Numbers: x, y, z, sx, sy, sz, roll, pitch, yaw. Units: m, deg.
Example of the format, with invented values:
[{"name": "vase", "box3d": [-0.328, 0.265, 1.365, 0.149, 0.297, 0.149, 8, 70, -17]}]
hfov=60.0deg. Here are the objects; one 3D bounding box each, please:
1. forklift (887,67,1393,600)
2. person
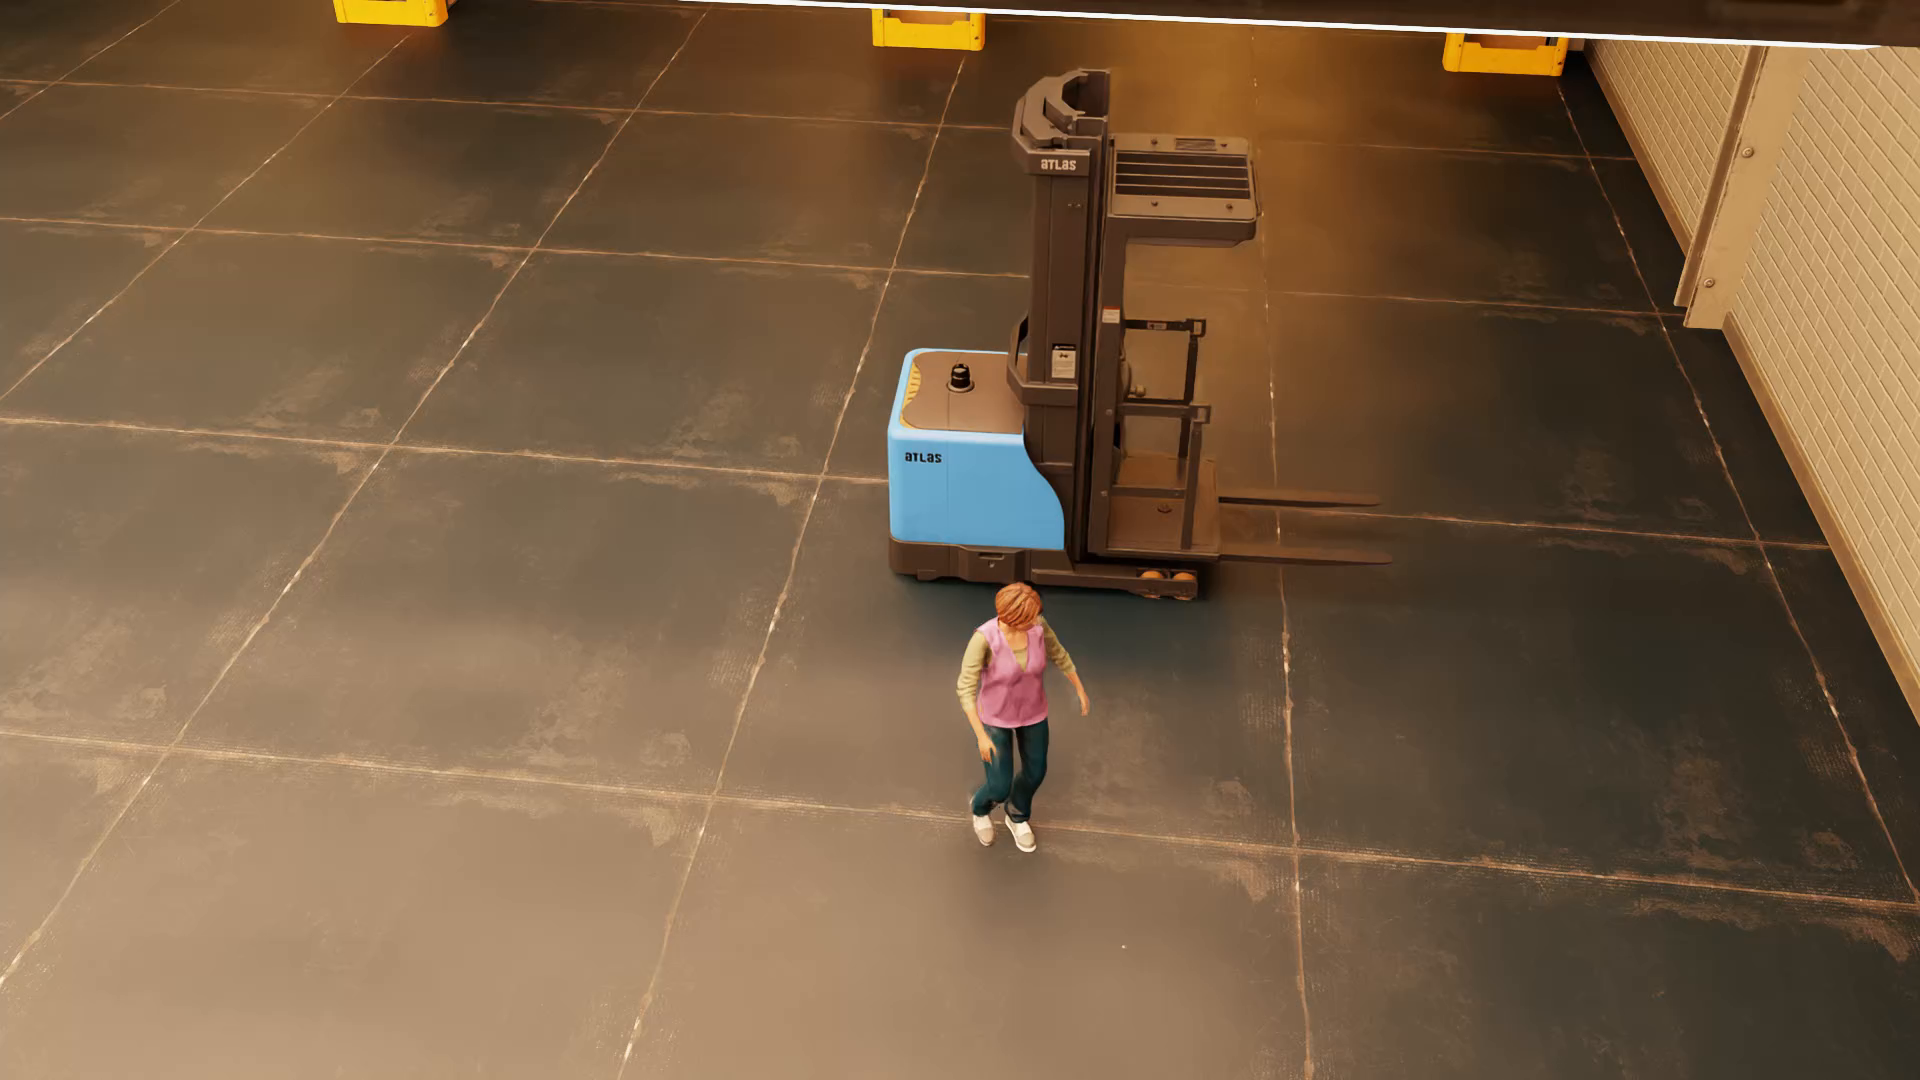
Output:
[{"name": "forklift", "box3d": [1.114, -1.148, 9.588, 3.031, 2.935, 1.130, 3, 37, 4]}, {"name": "person", "box3d": [0.310, 0.919, 8.044, 0.669, 1.445, 0.404, -12, 38, -16]}]
